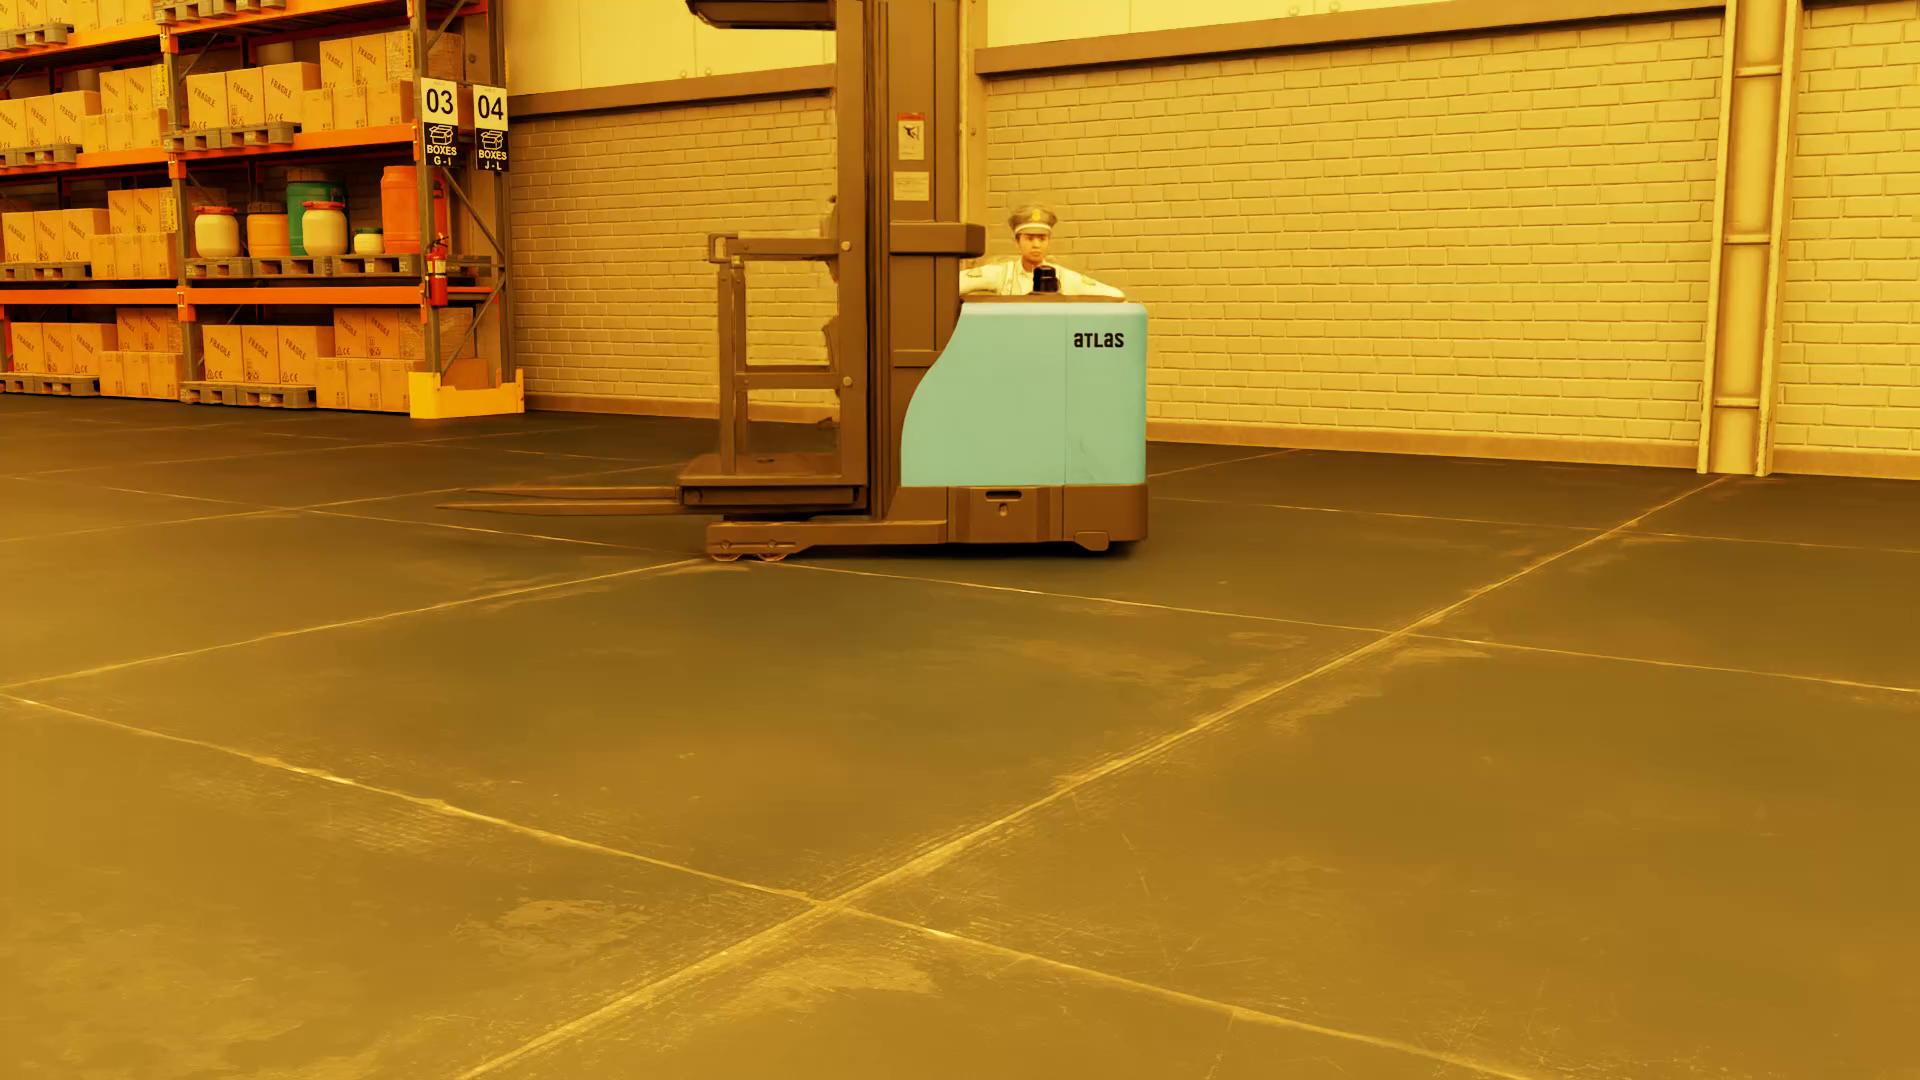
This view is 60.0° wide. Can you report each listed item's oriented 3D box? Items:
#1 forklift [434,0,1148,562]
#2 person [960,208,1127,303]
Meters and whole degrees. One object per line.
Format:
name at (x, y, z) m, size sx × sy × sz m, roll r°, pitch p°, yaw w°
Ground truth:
forklift at (-0.737, -1.434, 7.280) m, size 3.031 × 2.935 × 1.130 m, roll -1°, pitch 8°, yaw -4°
person at (0.368, -0.836, 8.029) m, size 0.961 × 1.525 × 0.767 m, roll 0°, pitch 8°, yaw -2°
